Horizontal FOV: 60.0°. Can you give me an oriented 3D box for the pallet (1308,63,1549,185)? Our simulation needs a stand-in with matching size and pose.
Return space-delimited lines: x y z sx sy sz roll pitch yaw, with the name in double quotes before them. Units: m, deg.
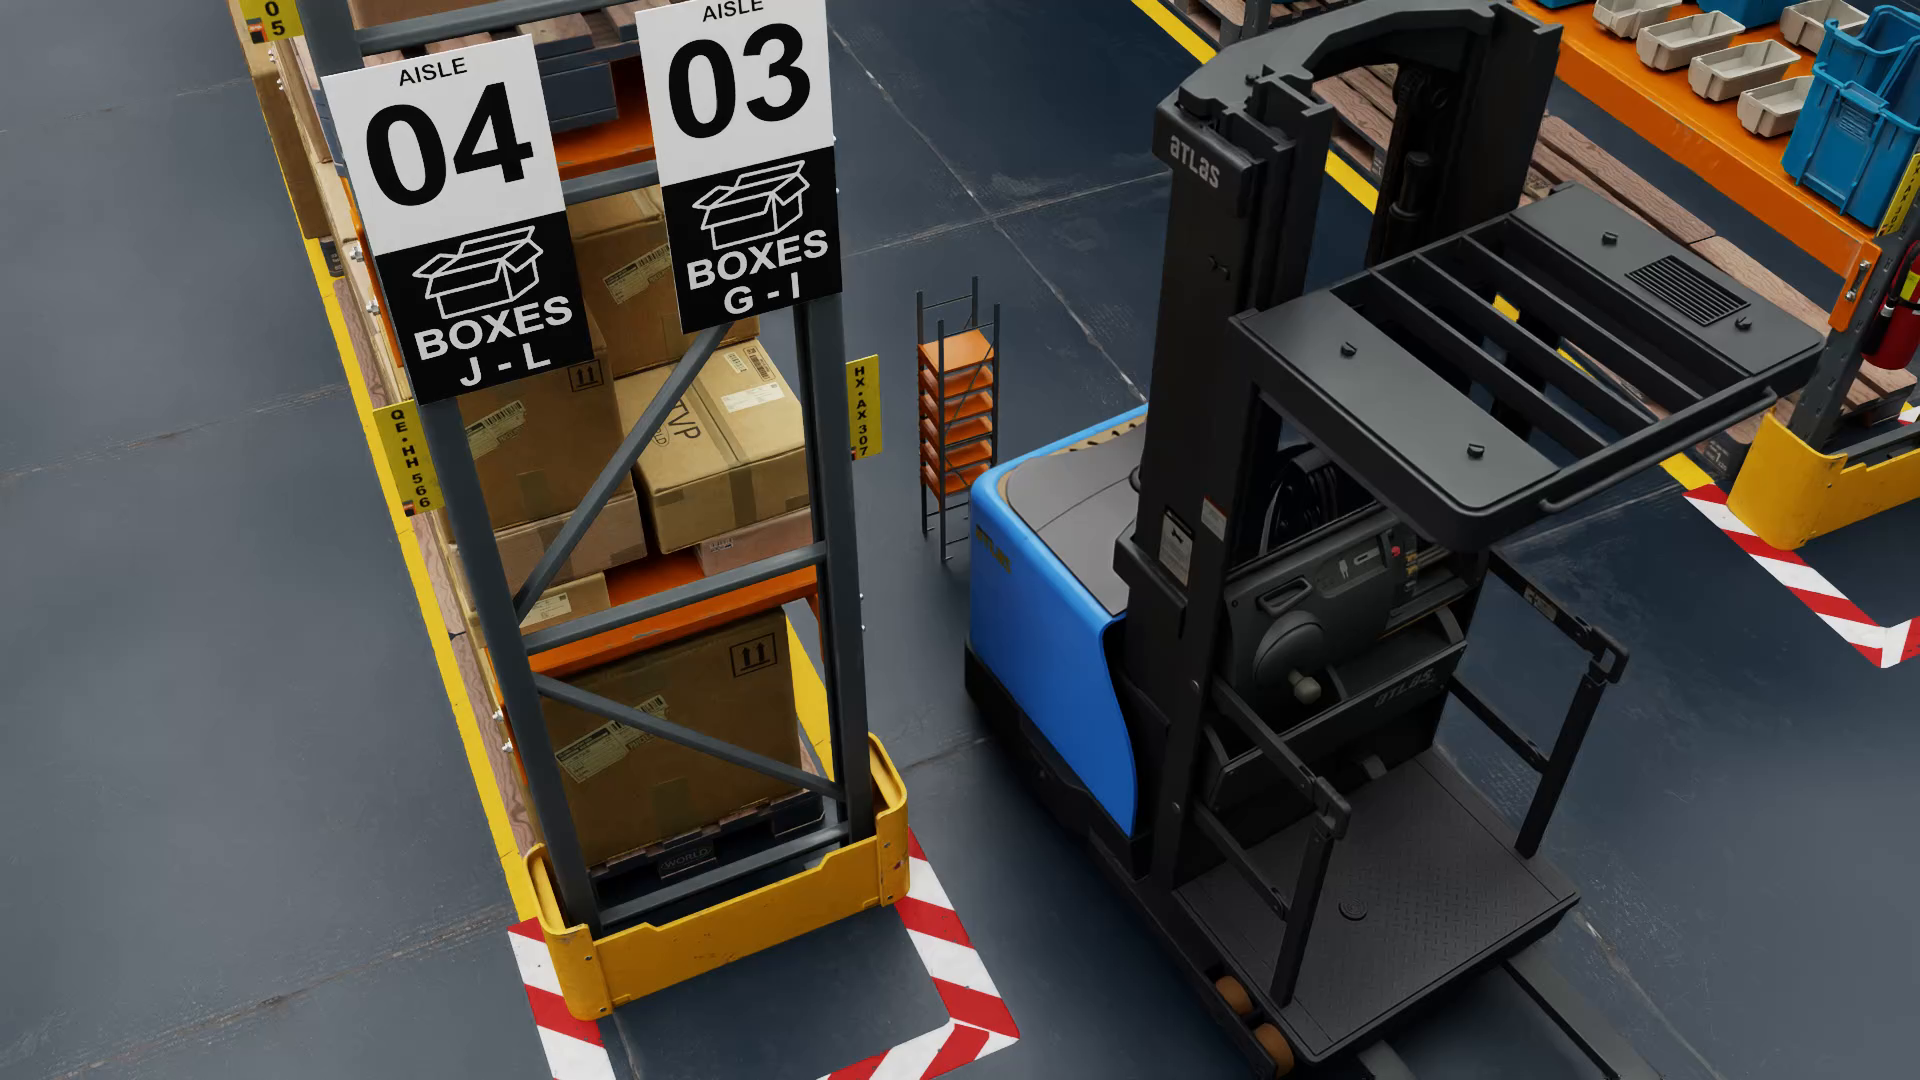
"pallet" 2.398 -2.401 9.033 1.003 0.211 1.213 -18 47 -17

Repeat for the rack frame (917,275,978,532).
"rack frame" -0.045 -0.495 6.397 0.240 1.200 0.006 -18 47 -17

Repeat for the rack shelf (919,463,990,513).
"rack shelf" -0.006 -0.234 6.538 0.258 0.103 0.180 -18 47 -17

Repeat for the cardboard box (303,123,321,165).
"cardboard box" -2.052 -1.417 5.946 0.500 0.250 0.500 -17 47 -16

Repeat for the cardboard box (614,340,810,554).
"cardboard box" -0.715 -0.277 4.790 0.500 0.250 0.500 -19 48 -18

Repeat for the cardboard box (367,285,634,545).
"cardboard box" -1.201 -0.392 4.372 0.500 0.500 0.500 -17 47 -17

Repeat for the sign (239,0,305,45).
"sign" -1.256 -1.043 2.961 0.100 0.325 0.005 -18 47 -17

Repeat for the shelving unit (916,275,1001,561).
"shelving unit" -0.006 -0.436 6.338 0.258 1.200 0.189 -18 47 -17

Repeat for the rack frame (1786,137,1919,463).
"rack frame" 3.736 -1.302 5.934 1.000 3.000 0.127 -18 47 -17

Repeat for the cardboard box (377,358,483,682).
"cardboard box" -1.482 -0.197 6.027 0.875 0.875 0.875 -18 47 -17

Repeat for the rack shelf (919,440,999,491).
"rack shelf" -0.006 -0.319 6.453 0.258 0.103 0.180 -18 47 -17

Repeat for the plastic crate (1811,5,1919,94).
"plastic crate" 3.654 -1.938 6.655 0.416 0.233 0.300 -18 47 -17

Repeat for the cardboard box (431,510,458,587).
"cardboard box" -1.317 -0.045 4.839 0.380 0.149 0.250 -18 47 -17

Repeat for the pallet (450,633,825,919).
"pallet" -1.165 0.667 5.924 1.003 0.211 1.213 -18 47 -17

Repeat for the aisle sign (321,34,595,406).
"aisle sign" -1.000 -0.630 3.402 0.394 0.787 0.004 -18 47 -17

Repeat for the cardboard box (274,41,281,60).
"cardboard box" -2.270 -2.011 6.013 0.500 0.500 0.500 -18 47 -17

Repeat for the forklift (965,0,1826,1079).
"forklift" 1.218 0.219 4.441 1.130 2.935 3.031 -23 49 -22

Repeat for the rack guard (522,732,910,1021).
"rack guard" -0.748 1.066 5.314 1.175 0.500 0.348 -18 47 -17

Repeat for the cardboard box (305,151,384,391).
"cardboard box" -2.235 -1.337 7.183 0.875 0.875 0.875 -18 47 -17

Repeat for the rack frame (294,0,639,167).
"rack frame" -0.758 -1.975 2.344 1.000 3.000 0.127 -18 47 -17

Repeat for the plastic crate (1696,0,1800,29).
"plastic crate" 3.377 -2.357 7.080 0.416 0.233 0.300 -18 47 -17

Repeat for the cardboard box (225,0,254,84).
"cardboard box" -3.104 -2.753 8.618 1.225 0.875 0.875 -20 48 -19

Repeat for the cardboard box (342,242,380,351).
"cardboard box" -1.630 -0.770 5.290 0.500 0.250 0.500 -20 48 -19

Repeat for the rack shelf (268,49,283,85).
"rack shelf" -3.281 -3.407 8.579 1.077 0.370 4.000 -18 47 -17

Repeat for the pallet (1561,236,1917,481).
"pallet" 3.424 -0.846 7.458 1.003 0.211 1.213 -18 47 -17

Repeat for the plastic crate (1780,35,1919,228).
"plastic crate" 3.426 -1.494 6.061 0.616 0.435 0.499 -18 47 -17

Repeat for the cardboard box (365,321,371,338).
"cardboard box" -1.849 -0.854 5.658 0.380 0.149 0.250 -17 47 -17

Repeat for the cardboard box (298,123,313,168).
"cardboard box" -2.283 -1.510 6.324 0.380 0.149 0.250 -19 48 -18

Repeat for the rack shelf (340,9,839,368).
"rack shelf" -1.599 -1.925 4.942 1.077 0.370 4.000 -18 47 -17

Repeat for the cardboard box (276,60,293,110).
"cardboard box" -2.507 -1.845 6.663 0.380 0.149 0.250 -20 48 -19

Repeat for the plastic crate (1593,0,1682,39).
"plastic crate" 2.839 -2.238 7.028 0.298 0.136 0.250 -18 47 -17

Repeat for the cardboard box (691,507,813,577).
"cardboard box" -0.608 -0.074 4.868 0.380 0.149 0.250 -18 47 -17

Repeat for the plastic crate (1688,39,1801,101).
"plastic crate" 3.120 -1.885 6.669 0.396 0.136 0.243 -18 47 -17

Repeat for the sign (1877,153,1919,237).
"sign" 3.244 -1.187 5.701 0.100 0.325 0.005 -18 47 -17

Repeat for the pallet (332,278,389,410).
"pallet" -2.191 -0.888 7.500 1.003 0.211 1.213 -18 47 -17

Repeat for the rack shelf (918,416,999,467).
"rack shelf" -0.006 -0.405 6.369 0.258 0.103 0.180 -18 47 -17

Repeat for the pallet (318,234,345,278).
"pallet" -2.833 -1.865 8.490 1.003 0.211 1.213 -18 47 -17

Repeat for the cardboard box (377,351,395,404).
"cardboard box" -1.637 -0.530 5.330 0.380 0.149 0.250 -19 48 -18

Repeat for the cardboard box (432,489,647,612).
"cardboard box" -1.203 -0.122 4.633 0.500 0.250 0.500 -19 48 -18

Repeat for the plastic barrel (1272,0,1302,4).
"plastic barrel" 1.841 -3.605 9.463 0.600 0.901 0.708 -18 47 -17

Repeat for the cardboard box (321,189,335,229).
"cardboard box" -2.072 -1.186 5.996 0.380 0.149 0.250 -18 47 -17
